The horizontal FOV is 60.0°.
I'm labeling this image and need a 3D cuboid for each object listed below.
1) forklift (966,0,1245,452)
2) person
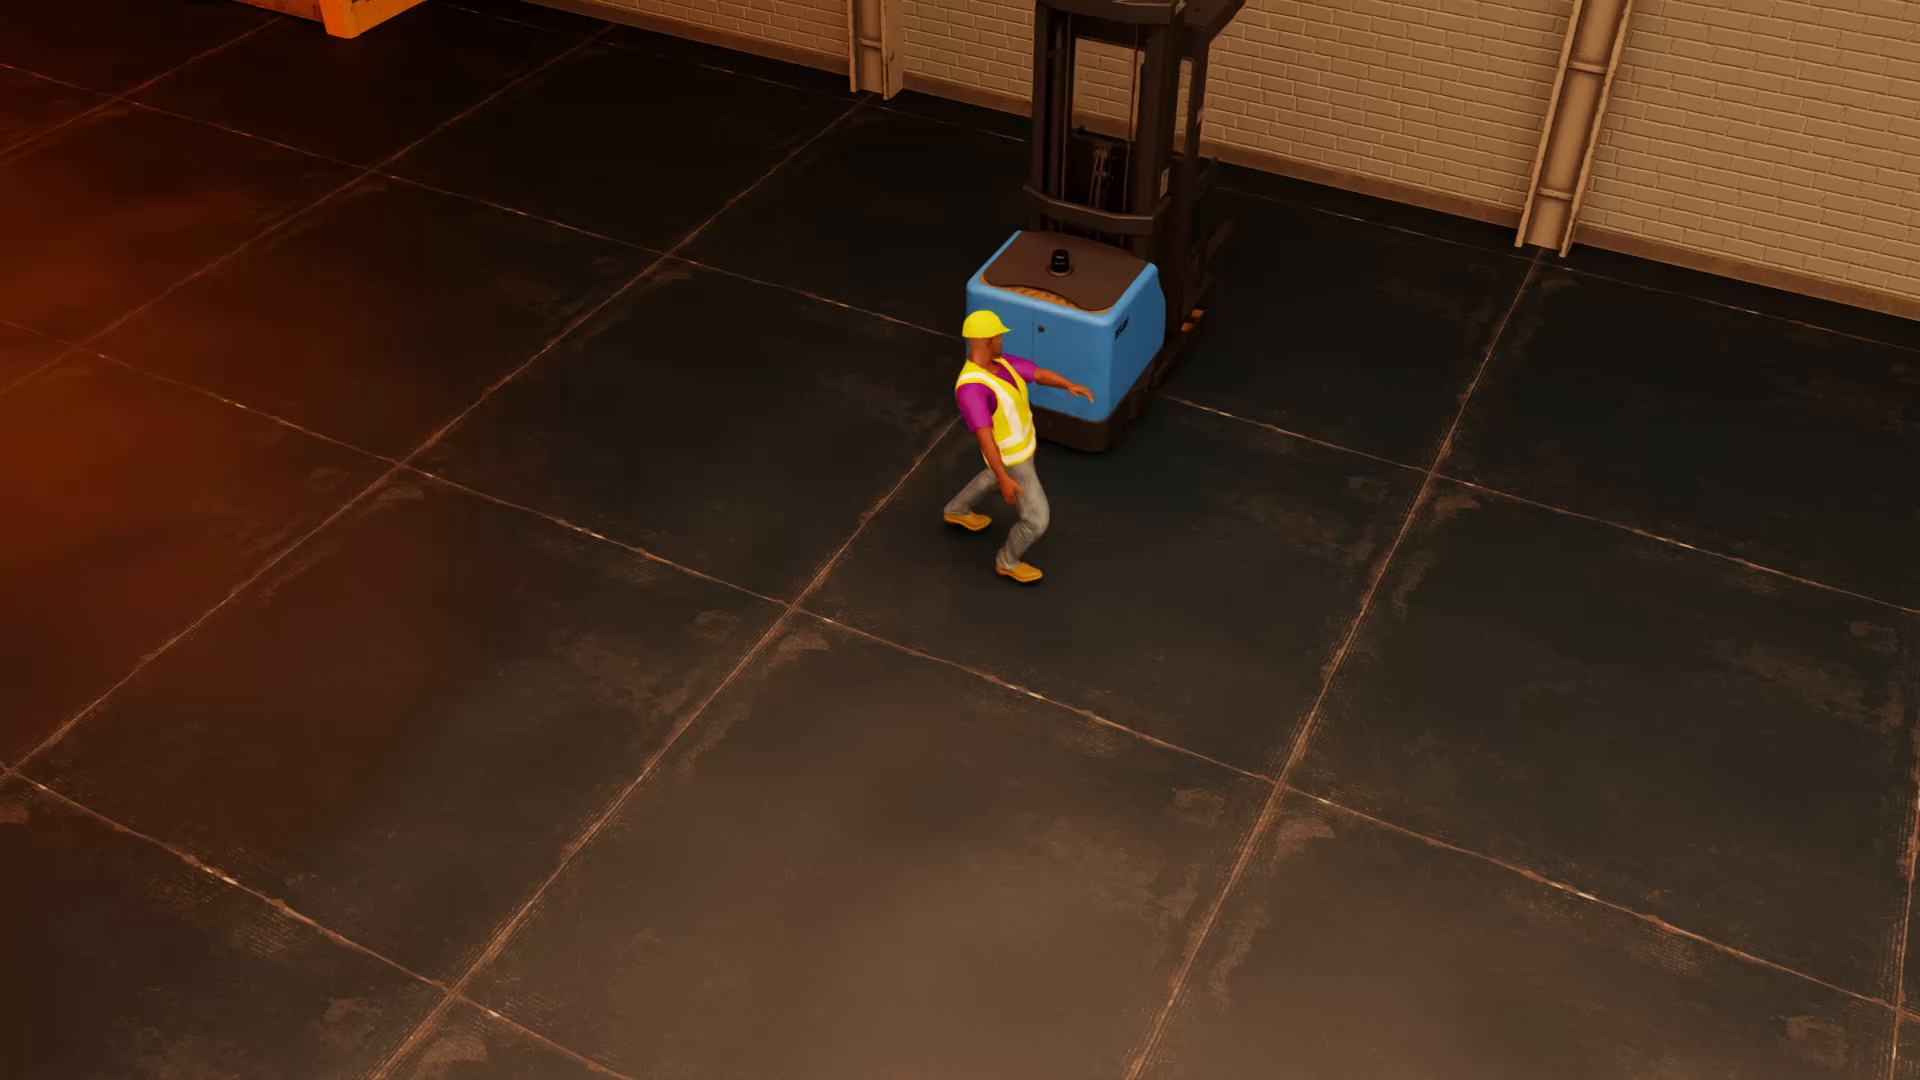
[{"bbox_3d":[1.143,-2.634,11.114,1.130,2.935,3.031,18,43,20],"label":"forklift"},{"bbox_3d":[0.323,-0.504,9.548,0.871,1.544,0.863,1,40,1],"label":"person"}]
